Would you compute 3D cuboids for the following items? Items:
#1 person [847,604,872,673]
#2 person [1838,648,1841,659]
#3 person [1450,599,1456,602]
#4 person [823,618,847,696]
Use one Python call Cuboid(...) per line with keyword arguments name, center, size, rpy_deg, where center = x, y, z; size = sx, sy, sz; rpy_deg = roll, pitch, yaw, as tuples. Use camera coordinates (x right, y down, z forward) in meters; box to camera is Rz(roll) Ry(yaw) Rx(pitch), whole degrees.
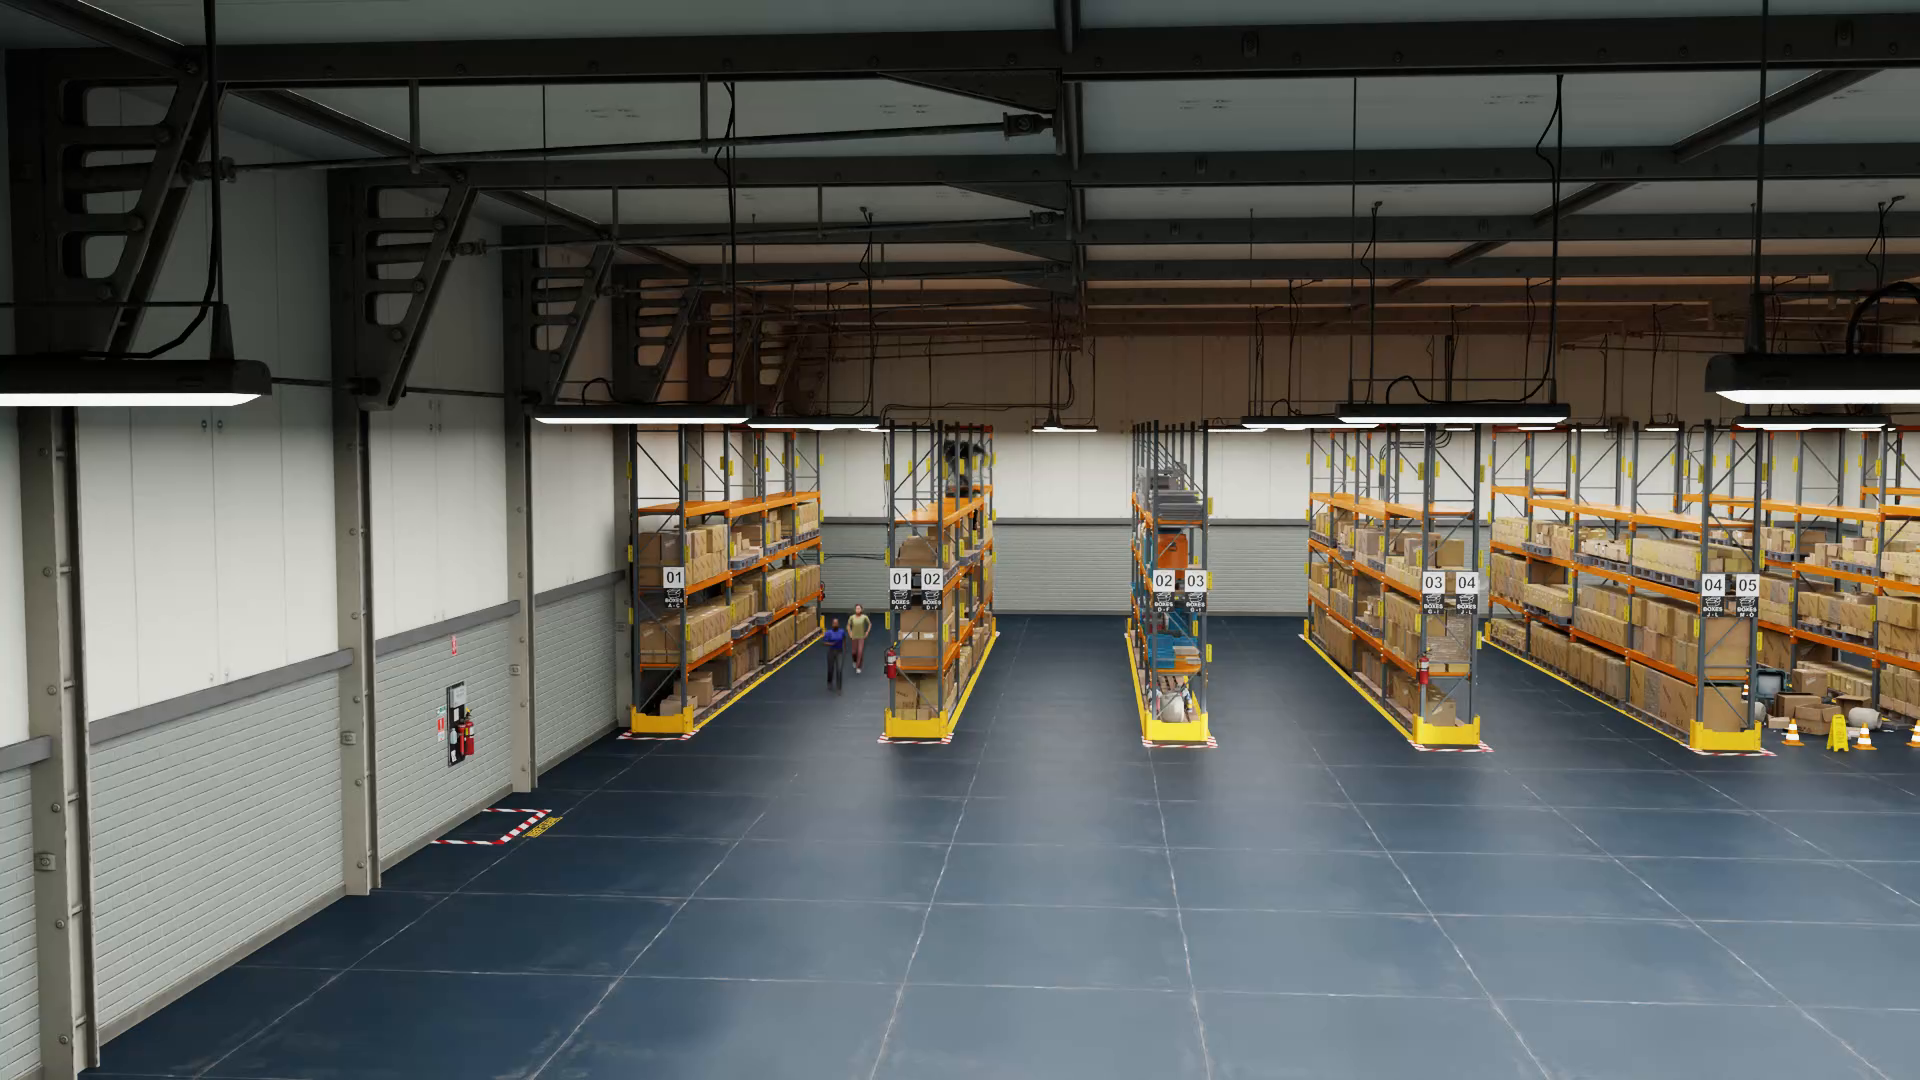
Cuboid(name="person", center=(-2.435, 2.367, 40.213), size=(0.600, 1.647, 0.605), rpy_deg=(0, 4, -1))
Cuboid(name="person", center=(21.870, 2.238, 41.936), size=(0.570, 1.693, 0.865), rpy_deg=(0, 4, 0))
Cuboid(name="person", center=(12.656, 2.158, 43.354), size=(0.755, 1.743, 1.066), rpy_deg=(0, 4, -3))
Cuboid(name="person", center=(-2.764, 2.547, 36.712), size=(0.566, 1.663, 0.929), rpy_deg=(-1, 4, -14))
